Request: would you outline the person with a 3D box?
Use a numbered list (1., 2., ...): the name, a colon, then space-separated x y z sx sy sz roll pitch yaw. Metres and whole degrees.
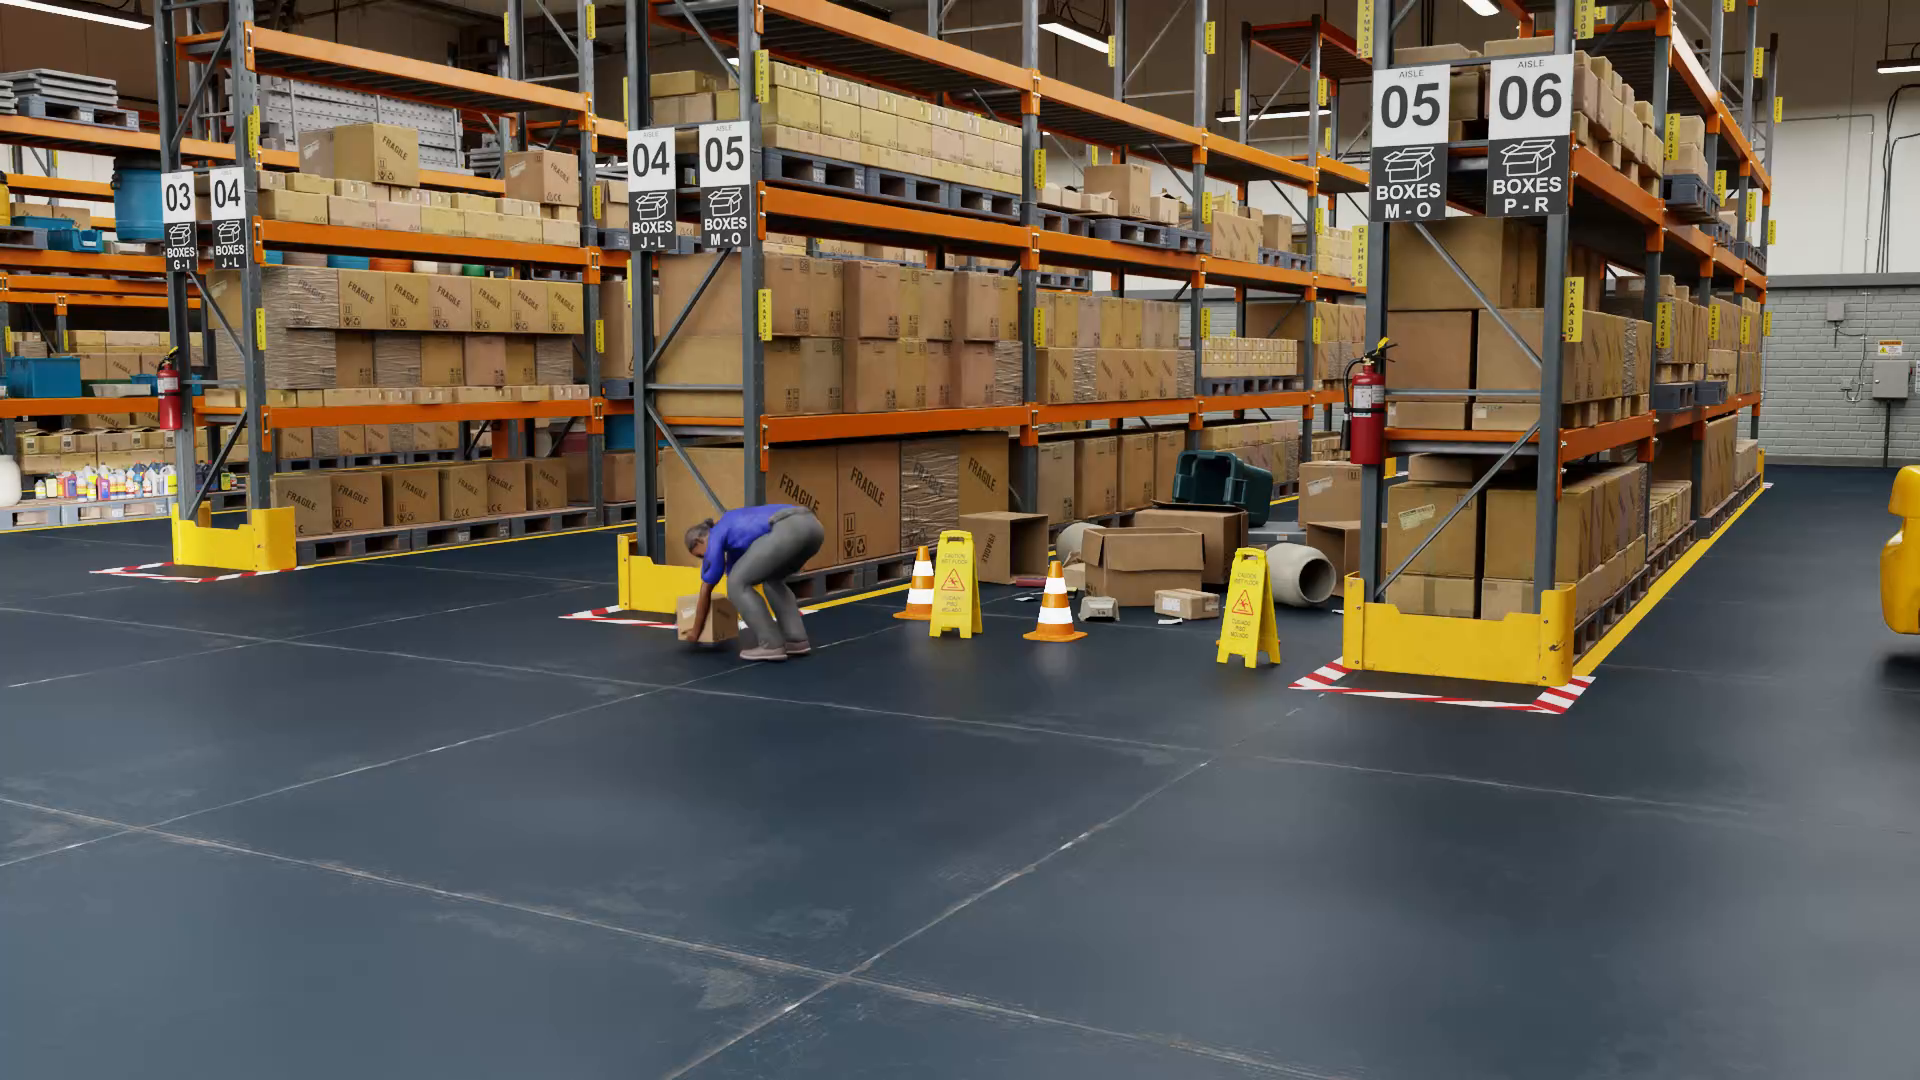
1. person: -1.198 0.225 9.483 0.867 0.878 0.464 3 7 26
